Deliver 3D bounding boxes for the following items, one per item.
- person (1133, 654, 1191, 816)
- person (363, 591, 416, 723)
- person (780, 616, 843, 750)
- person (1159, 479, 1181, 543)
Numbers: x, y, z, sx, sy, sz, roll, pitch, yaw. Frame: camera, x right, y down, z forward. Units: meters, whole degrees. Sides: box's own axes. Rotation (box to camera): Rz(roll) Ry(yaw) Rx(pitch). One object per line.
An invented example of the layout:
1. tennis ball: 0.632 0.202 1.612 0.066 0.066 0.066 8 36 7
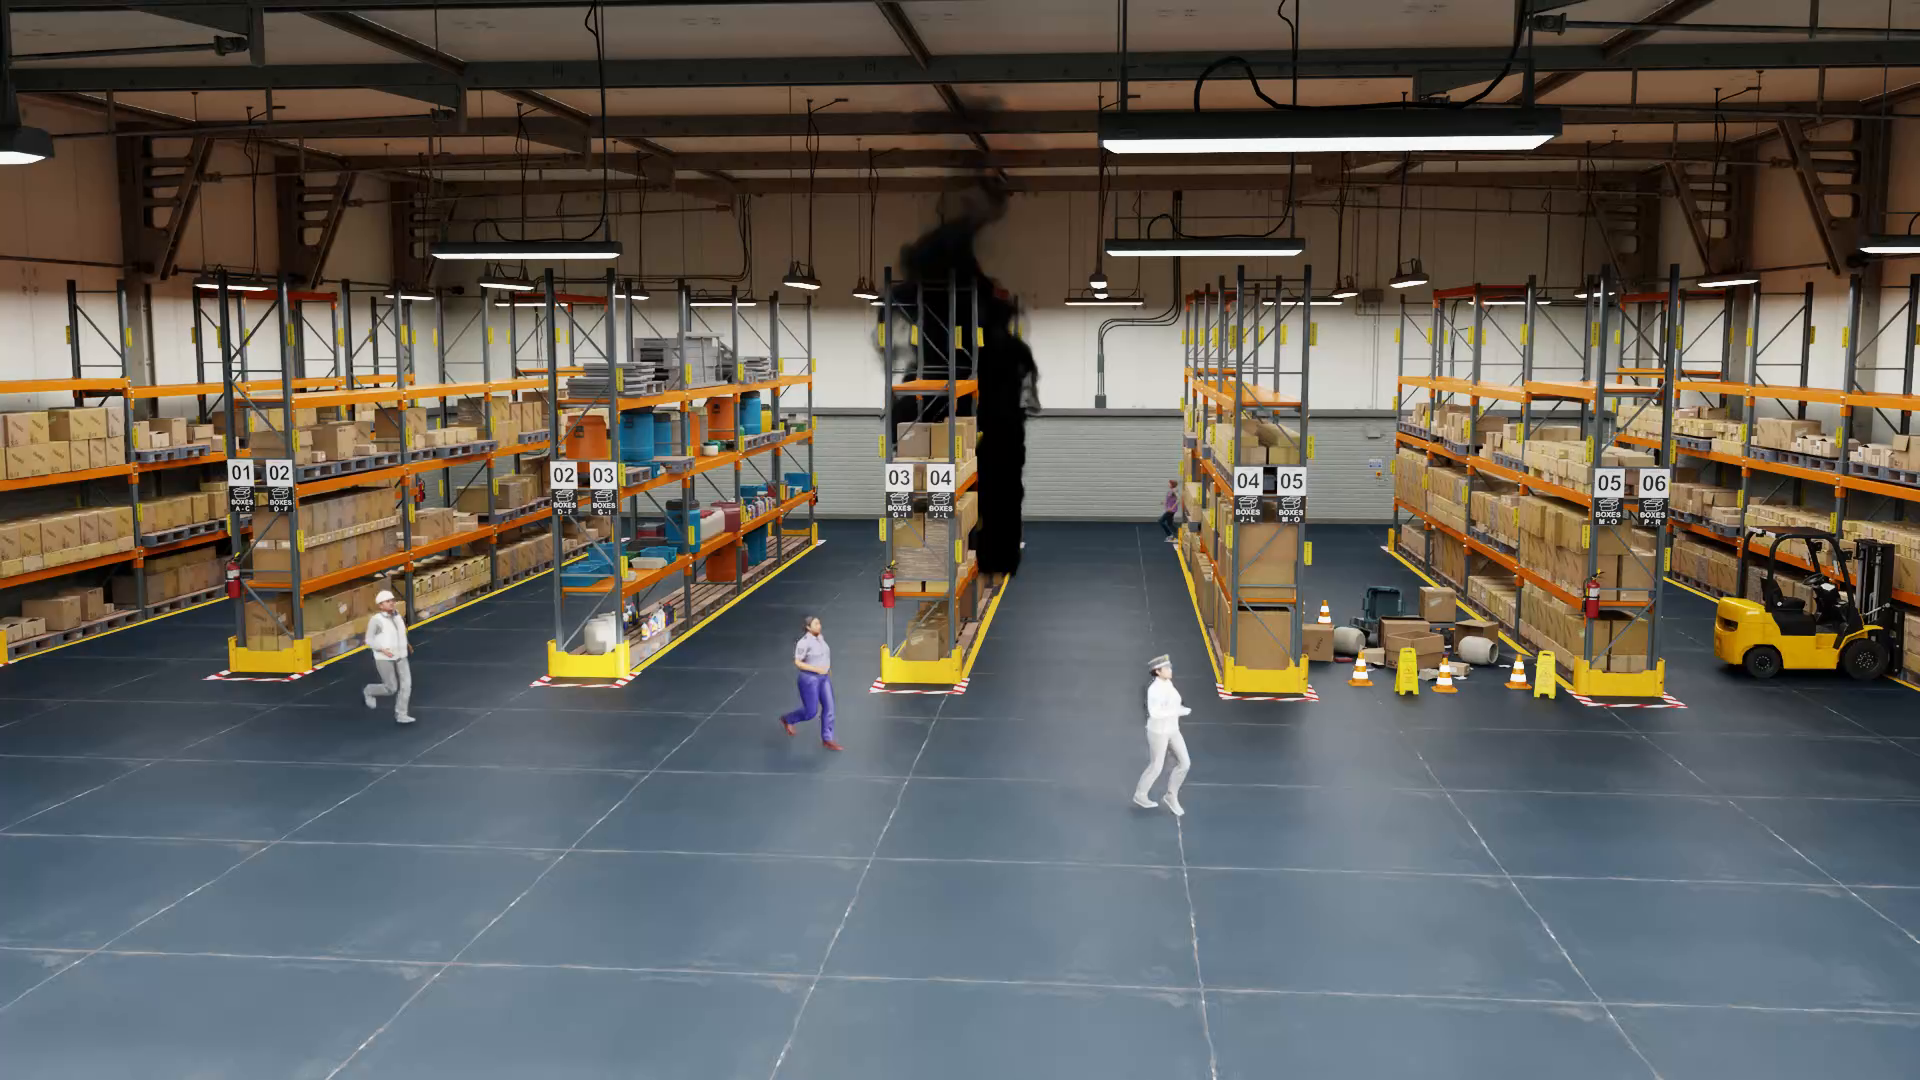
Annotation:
1. person: 2.154 2.050 17.494 0.684 1.734 0.592 5 9 37
2. person: -7.431 1.525 21.728 0.814 1.740 0.676 4 8 31
3. person: -1.804 1.735 20.365 0.849 1.640 0.607 4 8 32
4. person: 5.147 -0.706 40.657 0.571 1.572 0.614 0 7 2
